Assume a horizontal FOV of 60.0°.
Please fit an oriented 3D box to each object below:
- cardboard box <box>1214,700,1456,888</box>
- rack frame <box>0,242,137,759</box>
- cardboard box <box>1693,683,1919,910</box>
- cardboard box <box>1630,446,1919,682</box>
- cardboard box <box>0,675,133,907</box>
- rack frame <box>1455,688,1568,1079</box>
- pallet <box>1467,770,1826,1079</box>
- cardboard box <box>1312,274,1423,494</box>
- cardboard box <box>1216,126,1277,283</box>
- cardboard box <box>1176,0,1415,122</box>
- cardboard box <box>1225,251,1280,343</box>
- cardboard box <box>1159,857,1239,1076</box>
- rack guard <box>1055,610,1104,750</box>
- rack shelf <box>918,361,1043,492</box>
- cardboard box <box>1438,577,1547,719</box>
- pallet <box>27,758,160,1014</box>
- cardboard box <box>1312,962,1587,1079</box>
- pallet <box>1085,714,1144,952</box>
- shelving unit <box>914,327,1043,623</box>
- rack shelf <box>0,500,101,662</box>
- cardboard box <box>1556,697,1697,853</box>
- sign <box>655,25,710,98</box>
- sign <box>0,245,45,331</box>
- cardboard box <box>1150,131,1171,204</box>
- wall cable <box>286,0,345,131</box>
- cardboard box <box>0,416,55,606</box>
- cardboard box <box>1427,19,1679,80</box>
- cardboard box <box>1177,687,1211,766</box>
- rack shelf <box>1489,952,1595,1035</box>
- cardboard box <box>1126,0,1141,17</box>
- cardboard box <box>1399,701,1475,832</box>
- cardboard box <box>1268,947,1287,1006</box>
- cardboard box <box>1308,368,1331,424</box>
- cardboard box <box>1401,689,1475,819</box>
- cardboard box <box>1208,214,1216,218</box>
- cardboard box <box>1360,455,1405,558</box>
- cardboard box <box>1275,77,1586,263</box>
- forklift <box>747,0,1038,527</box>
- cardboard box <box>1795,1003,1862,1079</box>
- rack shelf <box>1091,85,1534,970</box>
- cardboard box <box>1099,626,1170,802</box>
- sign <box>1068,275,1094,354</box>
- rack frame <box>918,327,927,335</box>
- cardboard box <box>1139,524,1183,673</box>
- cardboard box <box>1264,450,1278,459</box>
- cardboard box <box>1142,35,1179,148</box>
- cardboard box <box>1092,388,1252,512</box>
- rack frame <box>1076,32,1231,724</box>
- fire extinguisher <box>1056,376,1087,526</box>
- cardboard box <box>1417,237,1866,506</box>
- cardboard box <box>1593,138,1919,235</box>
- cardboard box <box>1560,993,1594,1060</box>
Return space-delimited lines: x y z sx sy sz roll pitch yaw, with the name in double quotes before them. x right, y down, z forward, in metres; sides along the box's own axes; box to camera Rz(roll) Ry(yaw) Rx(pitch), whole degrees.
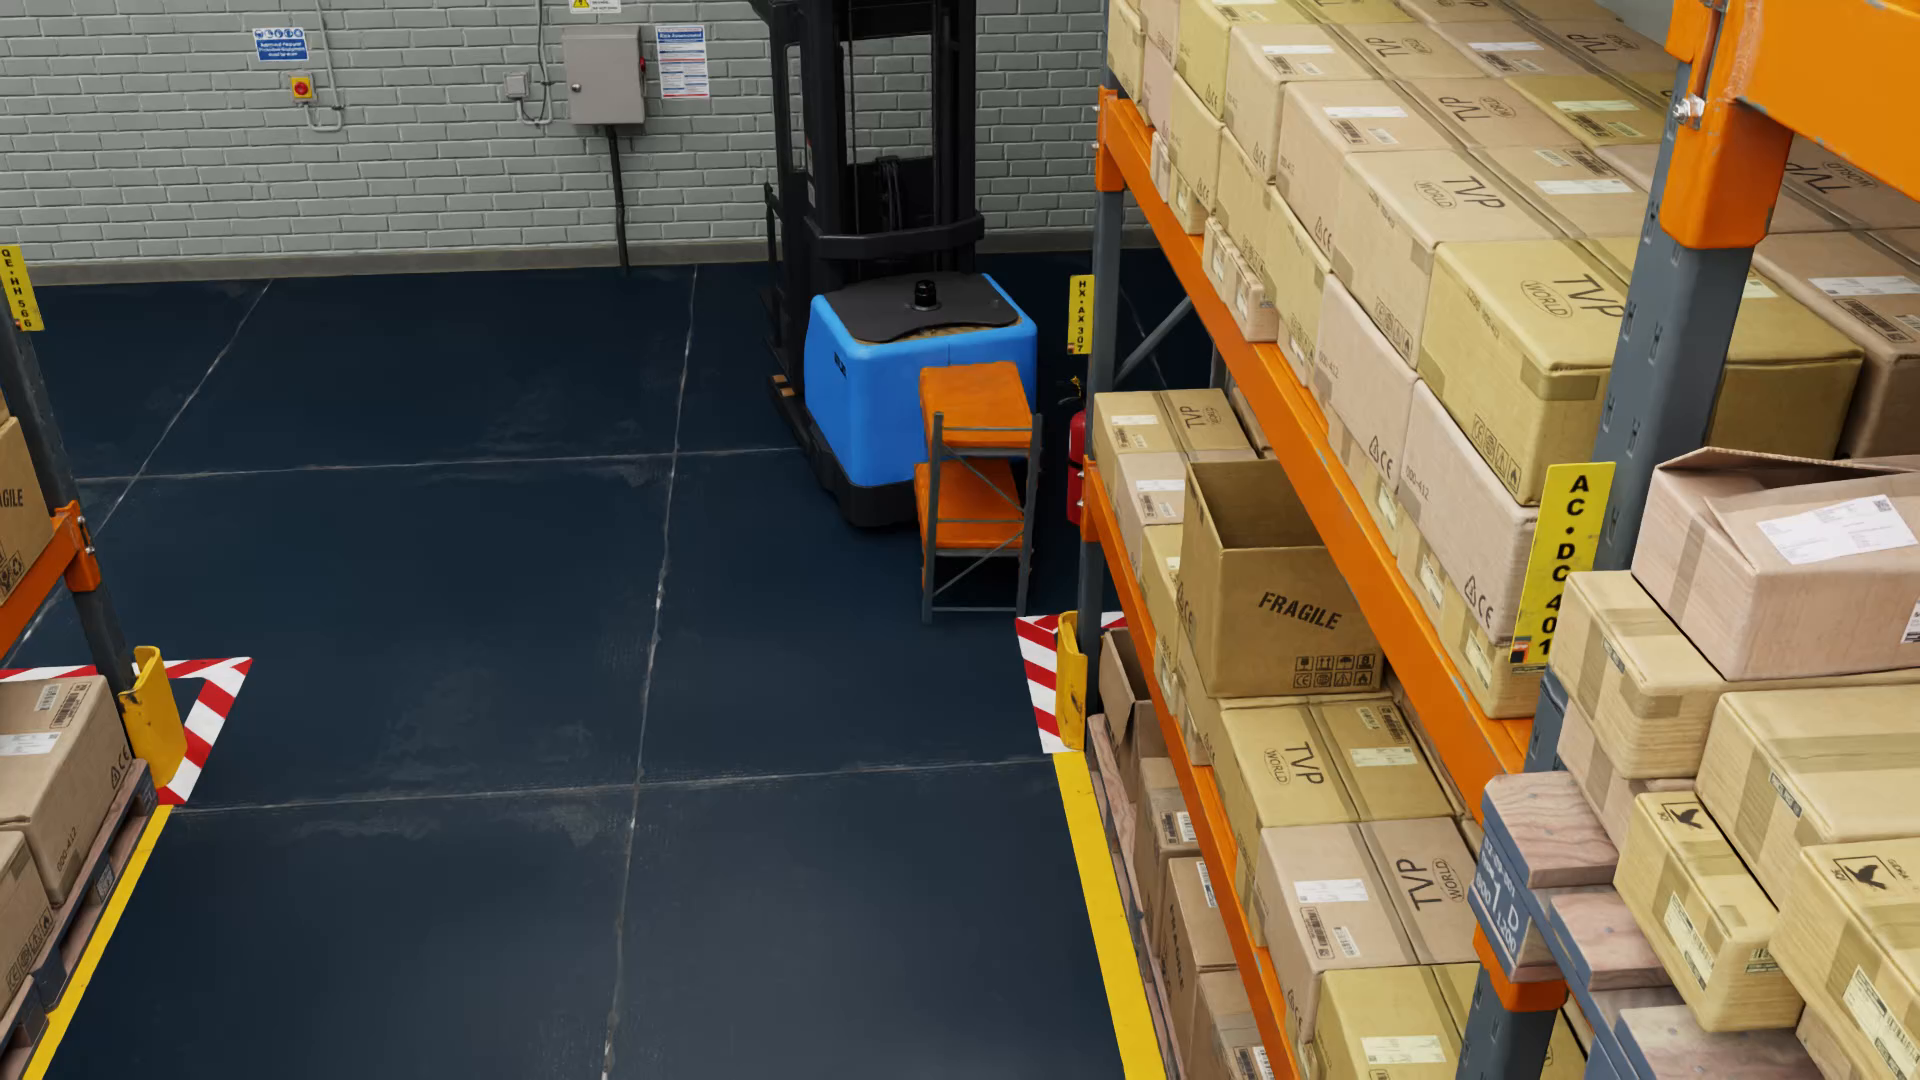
"cardboard box" 1.000 0.695 4.518 0.500 0.250 0.500 -3 31 -5
"rack frame" -3.930 -0.286 6.304 1.000 3.000 0.127 -3 31 -5
"cardboard box" 1.073 0.292 1.859 0.380 0.149 0.250 -2 31 -4
"cardboard box" 1.066 -0.022 1.980 0.396 0.266 0.258 -3 31 -5
"cardboard box" -3.769 0.966 6.297 0.875 0.438 0.875 -4 31 -6
"rack frame" 1.385 1.517 3.286 1.000 3.000 0.127 -3 31 -5
"pallet" 1.377 0.646 2.002 1.213 0.211 1.003 -3 31 -5
"cardboard box" 1.032 -0.334 3.315 0.500 0.250 0.500 -4 31 -6
"cardboard box" 0.956 -0.854 4.185 0.500 0.250 0.500 -3 31 -5
"cardboard box" 0.893 -1.336 4.506 0.500 0.250 0.500 -3 31 -5
"cardboard box" 0.885 -0.617 4.178 0.380 0.149 0.250 -2 31 -4
"cardboard box" 0.966 1.397 5.514 0.500 0.500 0.500 -2 31 -4
"rack guard" 1.019 0.586 7.281 1.175 0.500 0.348 -3 31 -5
"rack shelf" 0.069 -0.590 8.148 0.538 0.278 1.000 0 29 -6
"cardboard box" 1.058 0.167 2.865 0.380 0.149 0.250 -3 31 -5
"pallet" -3.777 1.316 6.341 1.003 0.211 1.213 -3 31 -5
"cardboard box" 1.095 1.205 3.664 0.500 0.250 0.500 -2 31 -3
"pallet" 1.094 1.117 6.674 1.003 0.211 1.213 -3 31 -5
"shelving unit" 0.052 -0.335 8.291 0.538 1.125 1.048 0 29 -6
"rack shelf" -3.743 1.044 4.779 1.077 0.370 4.000 -3 31 -5
"cardboard box" 1.017 0.285 2.161 0.380 0.149 0.250 -2 31 -4
"sign" -1.902 -3.278 11.406 0.329 0.494 0.001 -3 31 -5
"sign" -3.388 -0.904 5.978 0.100 0.325 0.005 -3 31 -5
"cardboard box" 0.788 -1.135 5.045 0.380 0.149 0.250 -2 31 -3
"wall cable" -4.480 -3.613 10.853 0.585 1.953 0.123 -3 31 -5
"cardboard box" -3.621 -0.095 5.887 0.500 0.500 0.500 -3 31 -4
"cardboard box" 1.458 -1.093 4.098 0.500 0.250 0.500 -3 31 -5
"cardboard box" 0.885 0.557 5.138 0.380 0.149 0.250 -2 31 -3
"rack shelf" 1.572 1.559 0.992 1.077 0.370 4.000 -3 31 -5
"cardboard box" 0.803 -1.853 5.370 0.500 0.250 0.500 -3 31 -5
"cardboard box" 1.508 0.668 4.562 0.500 0.250 0.500 -2 31 -4
"cardboard box" 1.012 1.075 4.270 0.380 0.149 0.250 -2 31 -3
"cardboard box" 1.007 -0.359 3.746 0.380 0.149 0.250 -2 31 -3
"cardboard box" 1.511 0.358 4.350 0.500 0.500 0.500 -4 31 -6
"cardboard box" 0.905 -0.878 4.615 0.380 0.149 0.250 -3 31 -5
"cardboard box" 1.022 -0.095 3.305 0.380 0.149 0.250 -2 31 -3
"cardboard box" 1.004 -0.813 3.630 0.500 0.250 0.500 -2 31 -4
"forklift" -0.539 -2.068 9.355 1.130 2.935 3.031 -10 32 -16
"cardboard box" 1.128 0.543 1.728 0.380 0.149 0.250 -2 31 -4
"rack shelf" 1.199 -0.483 4.411 1.077 0.370 4.000 -3 31 -5
"cardboard box" 0.975 0.683 6.707 0.797 0.503 0.637 -4 31 -7
"sign" 0.472 -0.871 6.439 0.100 0.325 0.005 -3 31 -5
"rack frame" 0.006 -0.584 8.732 0.500 1.125 0.032 0 29 -6
"cardboard box" 0.884 0.172 5.394 0.500 0.250 0.500 -3 31 -6
"cardboard box" 1.366 -0.104 5.854 0.500 0.250 0.500 -3 31 -4
"cardboard box" 0.849 -1.379 5.064 0.500 0.250 0.500 -2 31 -4
"cardboard box" 0.786 -0.344 6.258 0.500 0.250 0.500 -3 31 -4
"rack frame" 1.012 -0.526 6.705 1.000 3.000 0.127 -3 31 -5
"fire extinguisher" 0.538 -0.385 6.909 0.296 0.674 0.183 -3 31 -5
"cardboard box" 1.099 -0.295 2.763 0.500 0.250 0.500 -3 31 -4
"cardboard box" 1.559 -0.579 3.238 0.500 0.250 0.500 -4 31 -6
"cardboard box" 1.608 1.187 3.693 0.500 0.250 0.500 -3 31 -5
